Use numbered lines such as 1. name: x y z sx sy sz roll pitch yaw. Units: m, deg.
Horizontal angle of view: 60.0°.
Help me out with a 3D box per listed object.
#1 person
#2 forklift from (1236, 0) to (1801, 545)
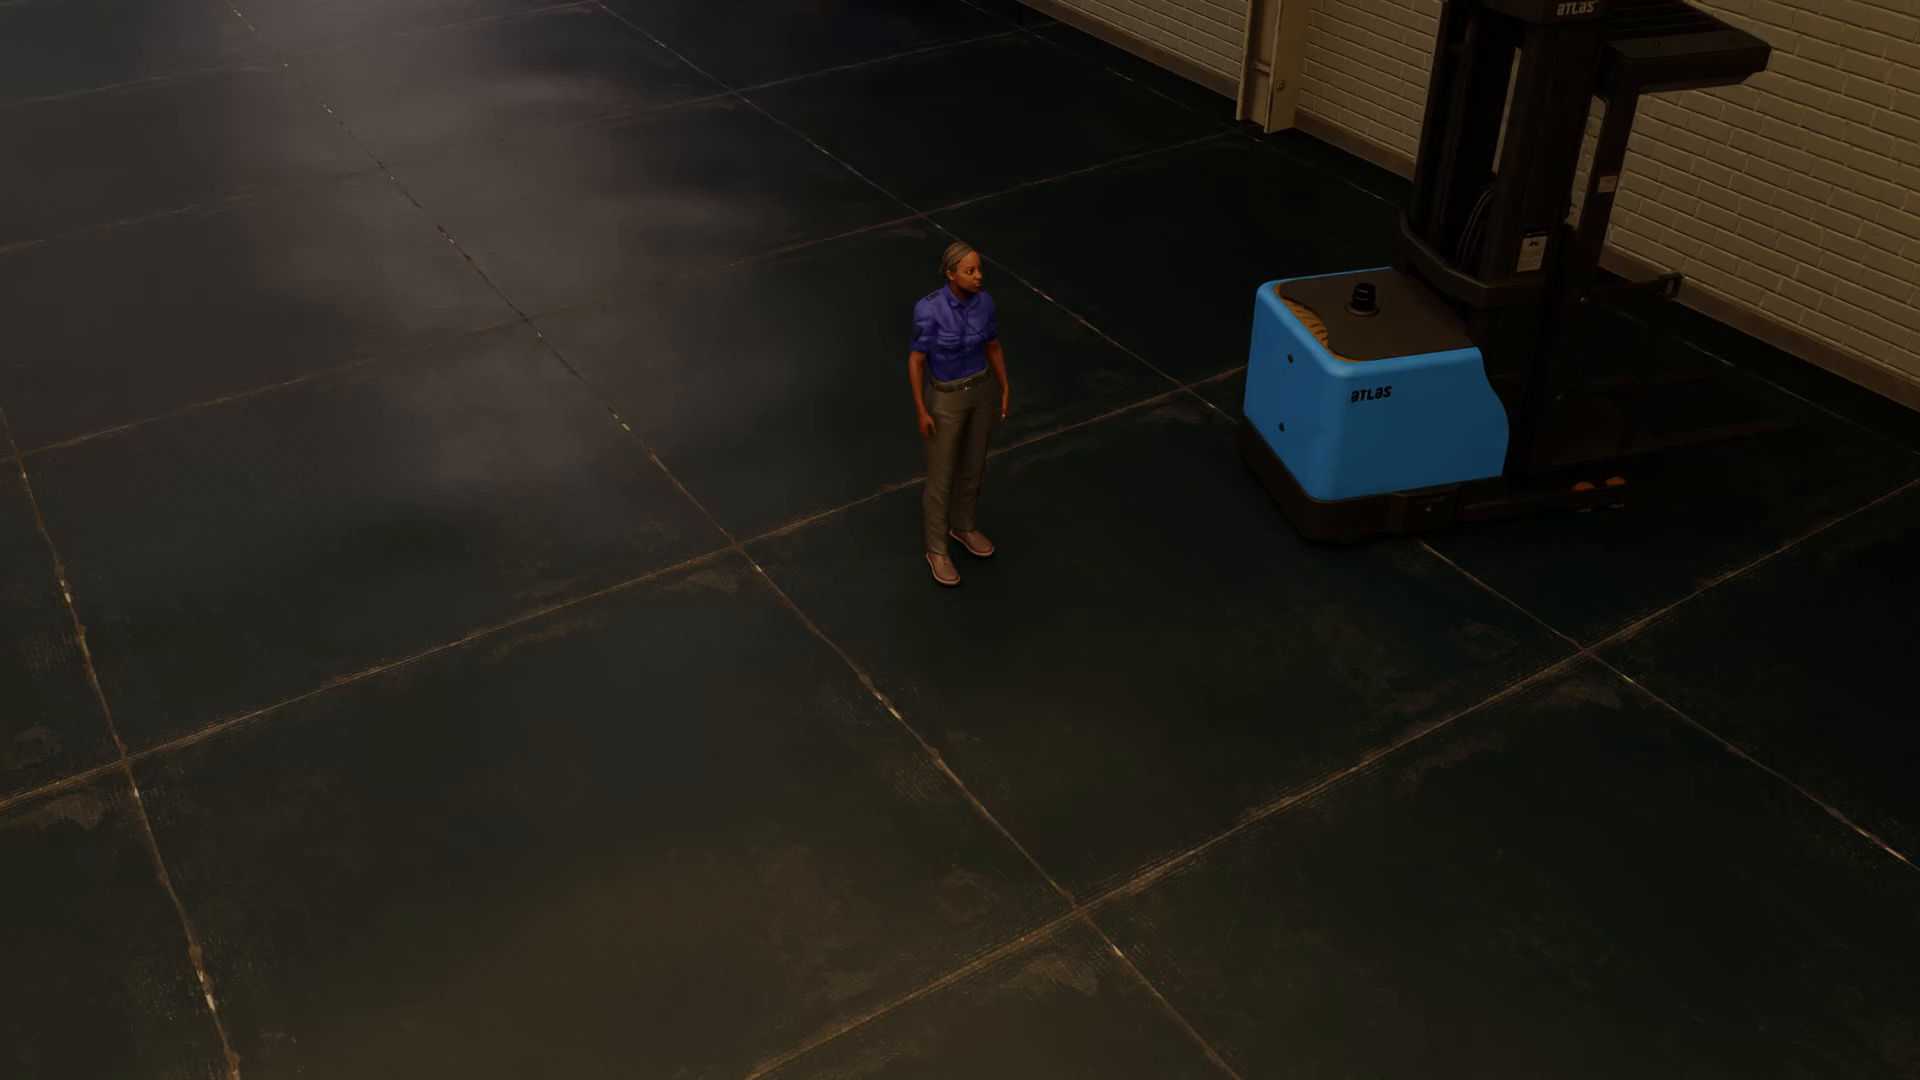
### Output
1. person: 0.031 -0.634 8.149 0.570 1.654 0.504 -21 40 -27
2. forklift: 3.123 -1.629 8.466 3.031 2.935 1.130 -8 36 -12
